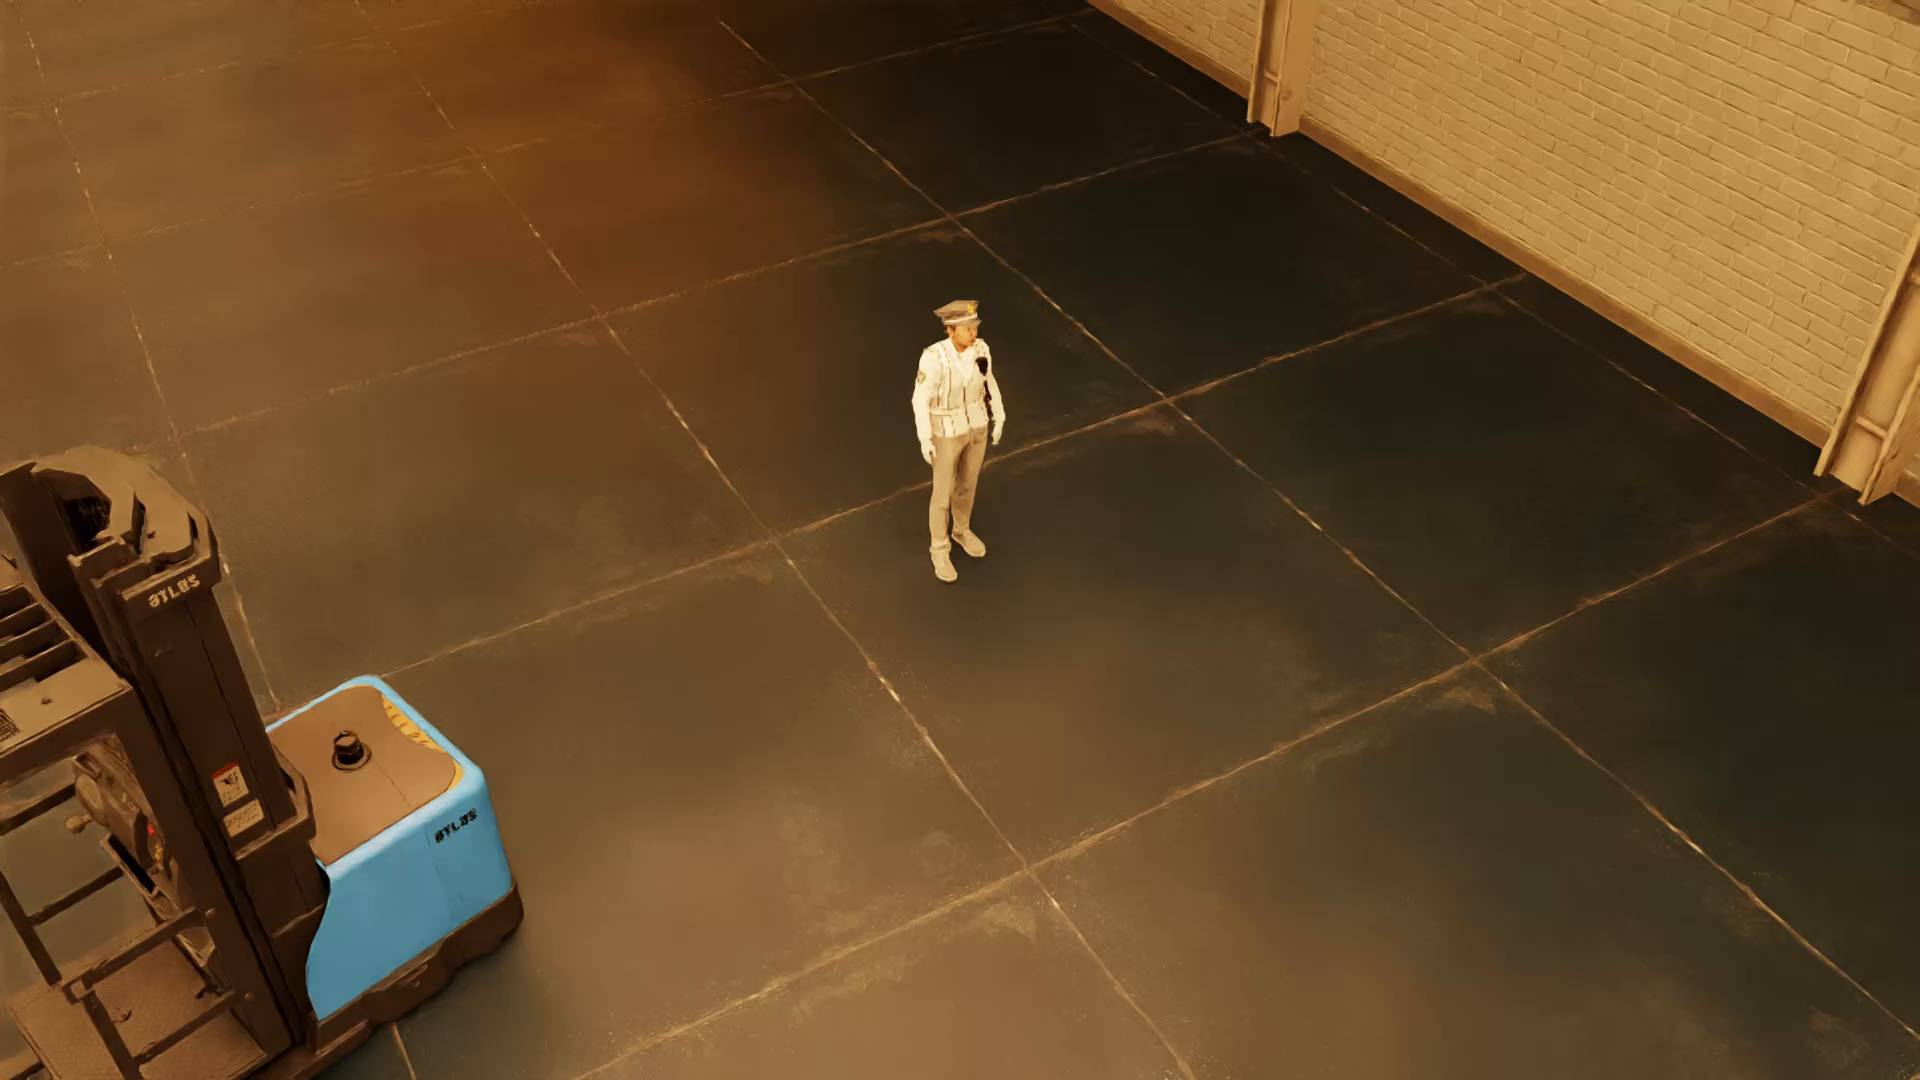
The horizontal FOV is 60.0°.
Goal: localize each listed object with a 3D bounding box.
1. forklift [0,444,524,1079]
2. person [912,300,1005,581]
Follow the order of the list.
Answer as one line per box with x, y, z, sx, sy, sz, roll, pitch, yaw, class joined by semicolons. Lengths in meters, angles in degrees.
-3.492;1.206;6.582;1.130;2.935;3.031;32;49;32;forklift
0.028;-0.618;9.738;0.586;1.695;0.533;-20;44;-23;person
